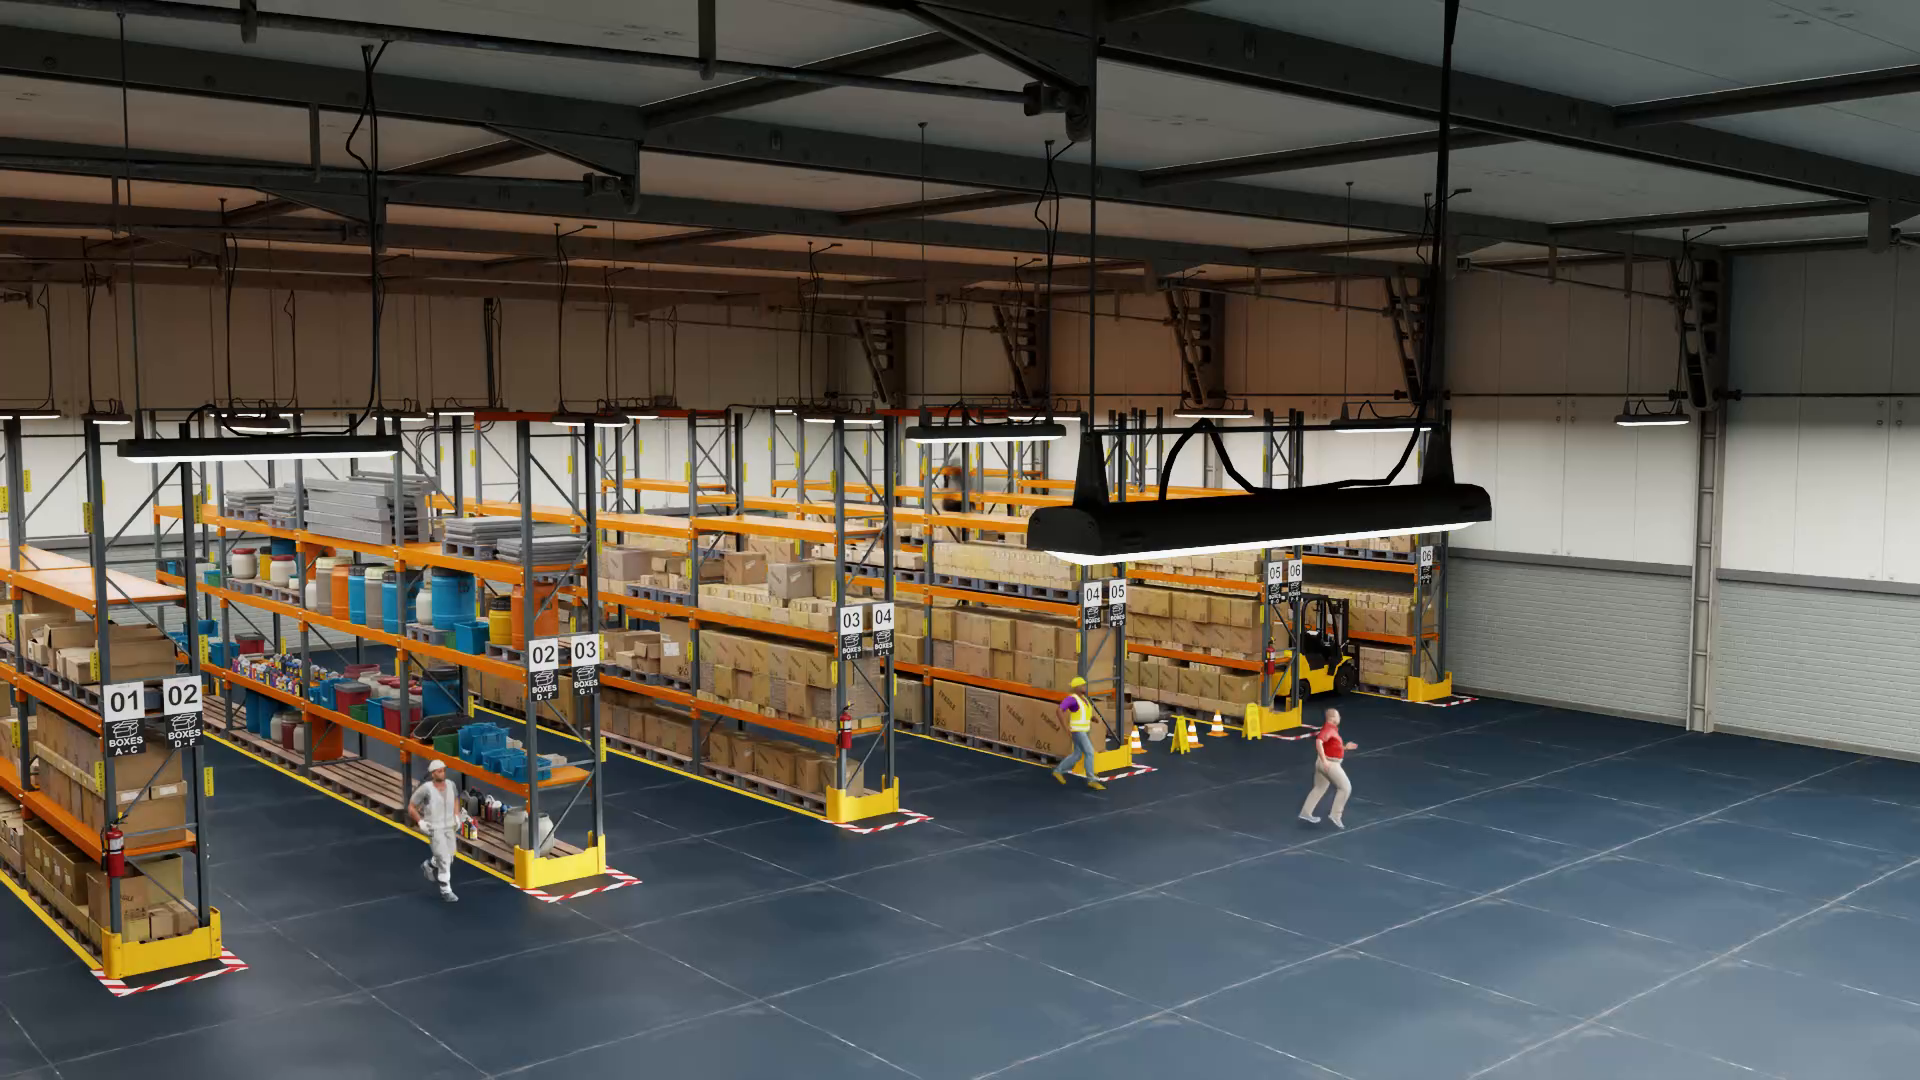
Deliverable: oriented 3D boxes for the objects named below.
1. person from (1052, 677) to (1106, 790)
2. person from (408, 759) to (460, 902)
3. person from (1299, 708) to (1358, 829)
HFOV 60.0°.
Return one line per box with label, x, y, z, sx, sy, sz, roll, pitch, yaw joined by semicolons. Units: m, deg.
person;1.960;3.092;26.781;0.916;1.752;0.731;2;5;21
person;-6.604;3.627;20.942;0.777;1.764;0.681;4;6;37
person;5.413;3.351;24.304;0.830;1.793;0.628;0;5;-5
